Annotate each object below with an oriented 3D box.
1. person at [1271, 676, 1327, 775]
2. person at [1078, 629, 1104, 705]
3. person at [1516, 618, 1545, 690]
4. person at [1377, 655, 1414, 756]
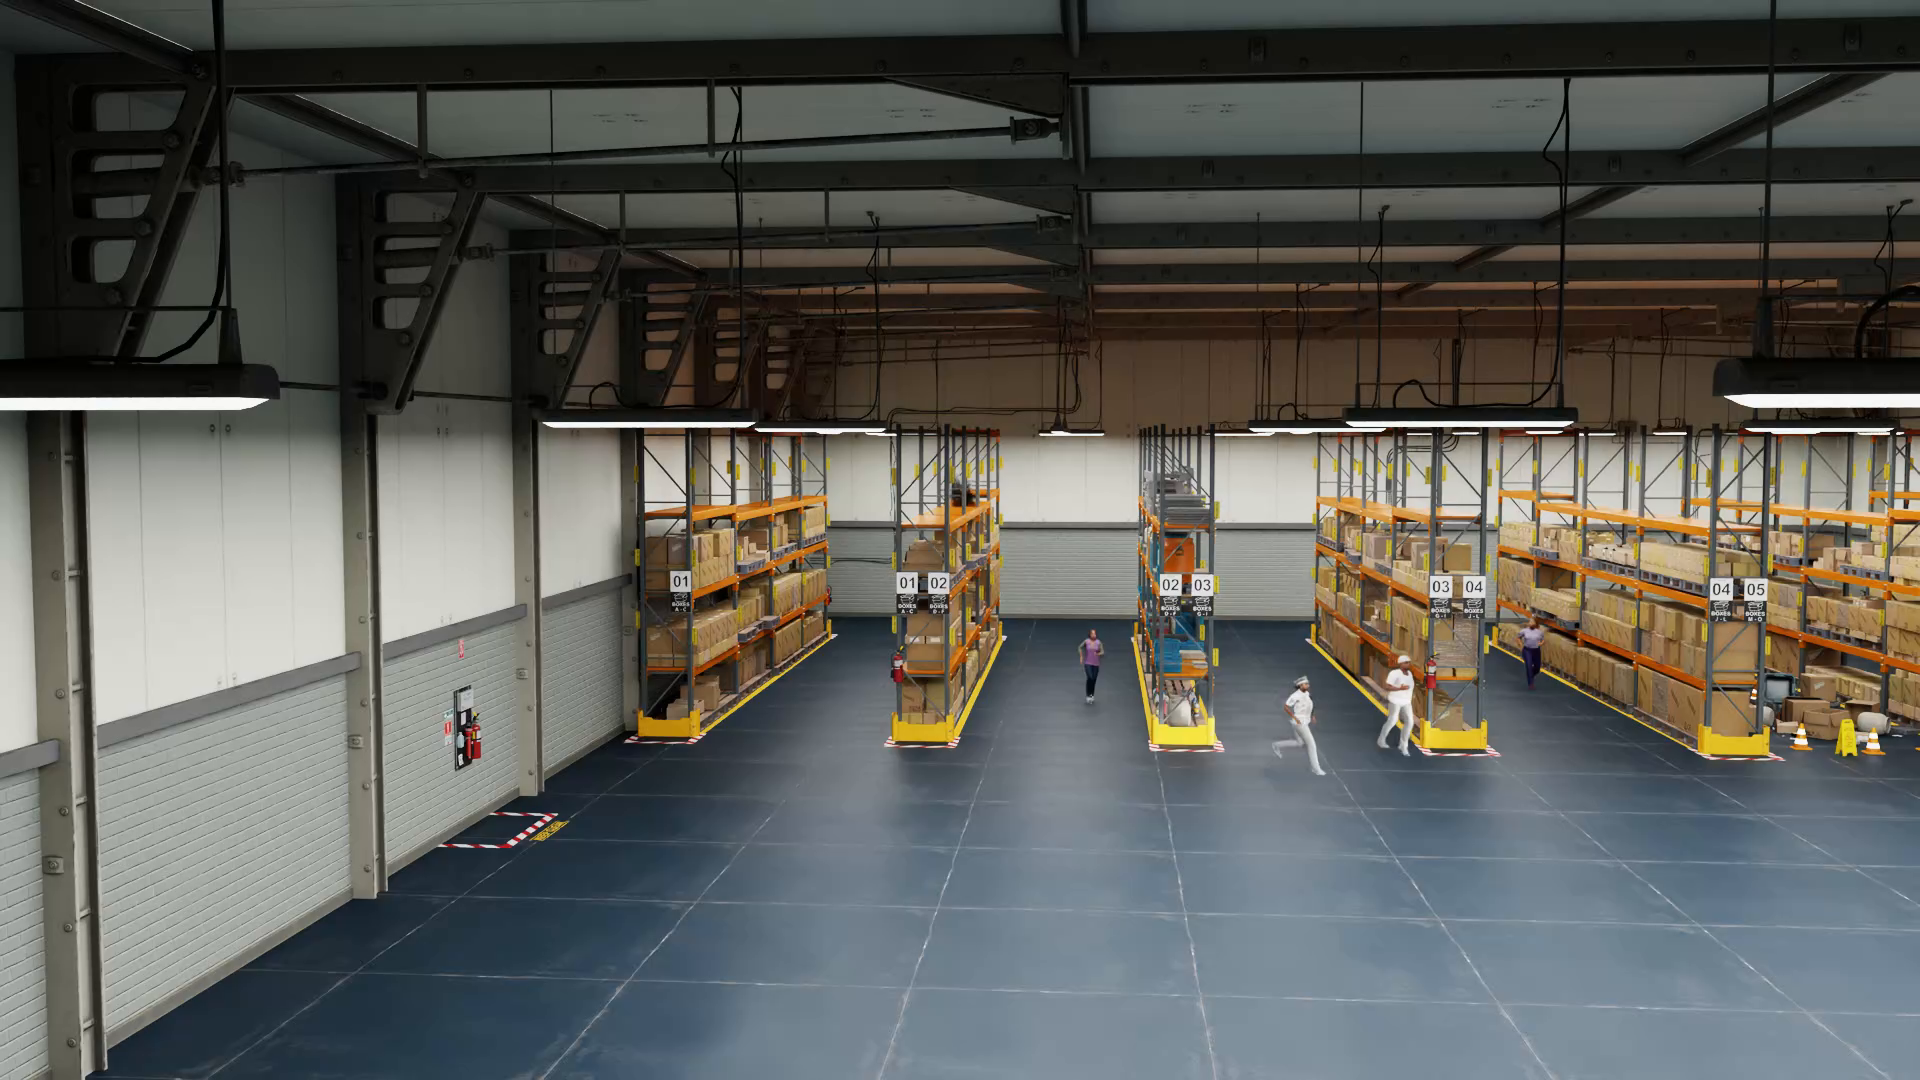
[{"bbox_3d":[5.836,3.176,28.607,1.019,1.696,0.545,2,4,29],"label":"person"},{"bbox_3d":[2.858,2.728,36.018,0.515,1.621,0.663,0,4,-8],"label":"person"},{"bbox_3d":[13.078,2.591,38.079,0.619,1.617,0.862,0,3,4],"label":"person"},{"bbox_3d":[8.023,3.005,30.343,0.696,1.829,0.746,-2,4,-26],"label":"person"}]
